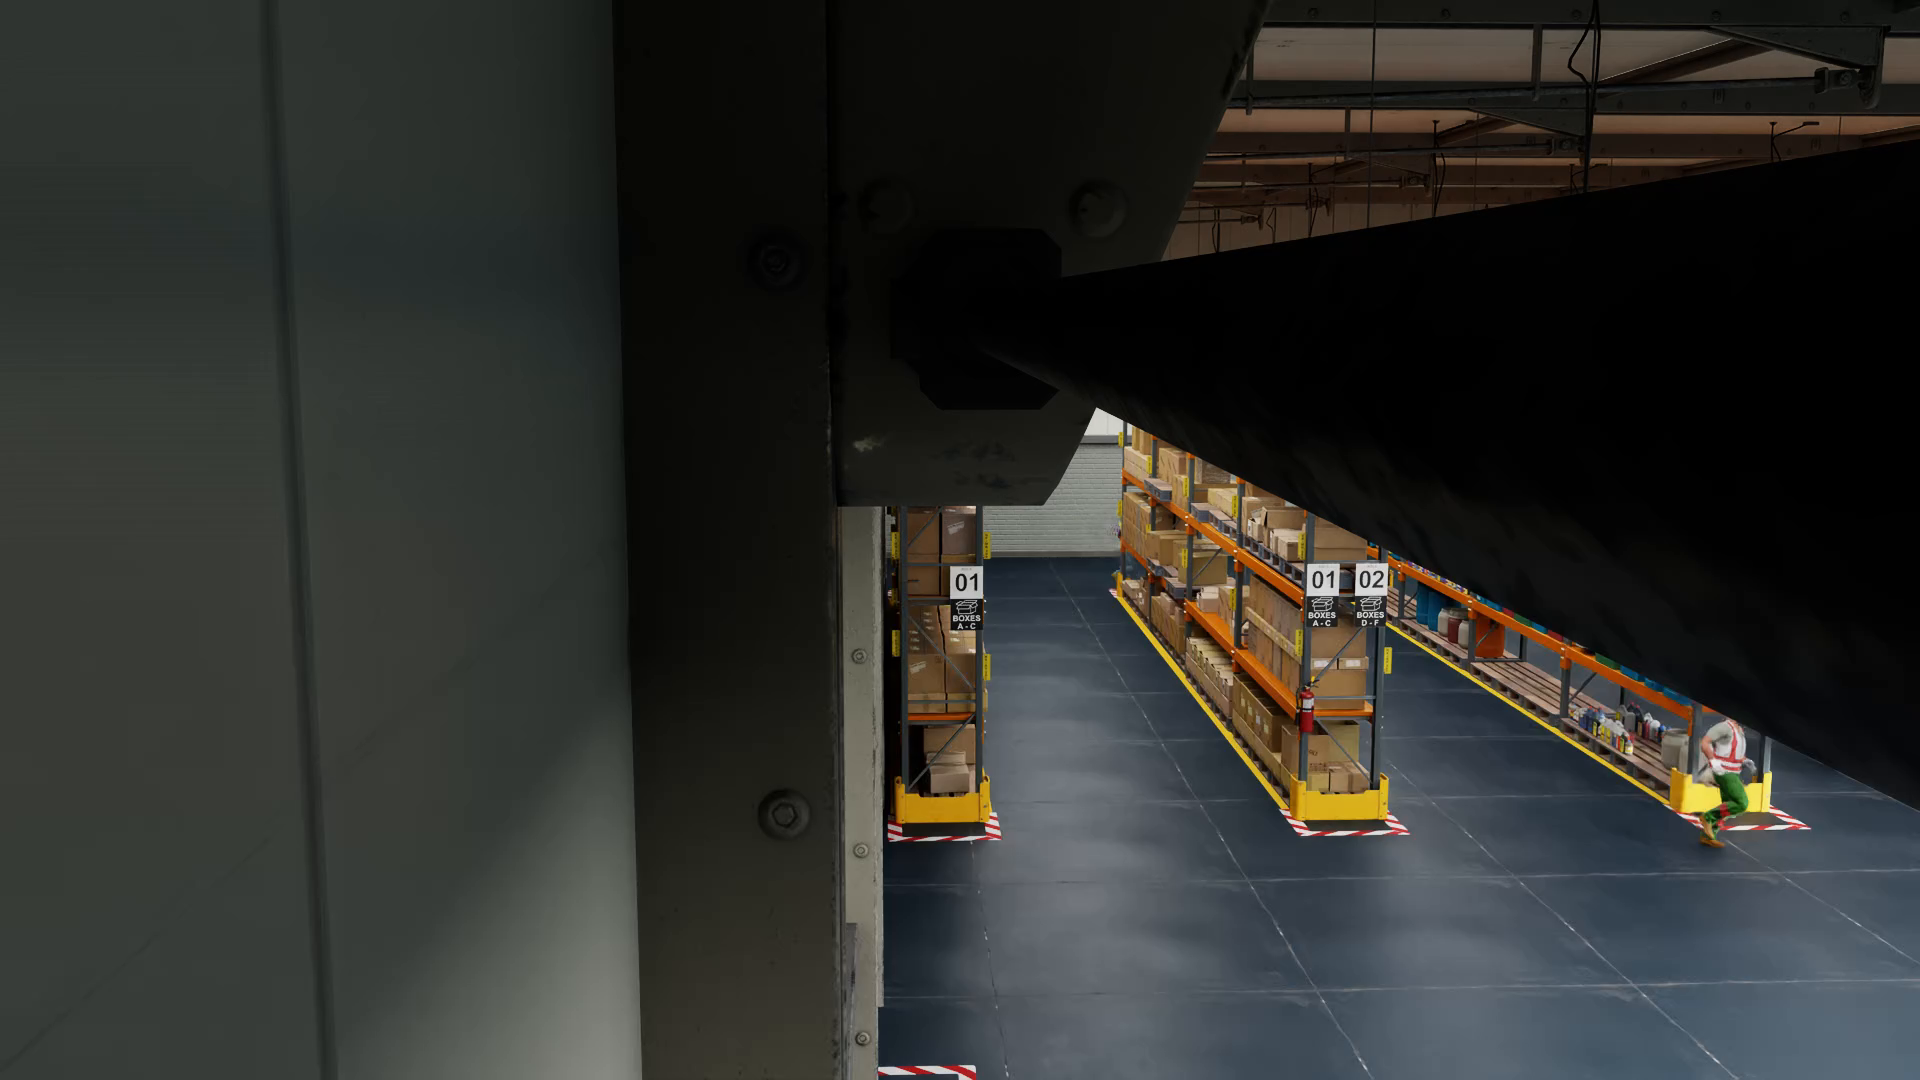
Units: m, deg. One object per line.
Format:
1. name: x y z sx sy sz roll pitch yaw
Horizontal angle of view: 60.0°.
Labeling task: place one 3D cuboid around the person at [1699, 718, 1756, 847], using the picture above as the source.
1. person: 9.089 2.739 19.593 0.527 1.714 0.679 7 11 41

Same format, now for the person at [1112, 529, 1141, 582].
1. person: 3.785 0.228 37.384 0.788 1.733 0.713 -1 8 -6
